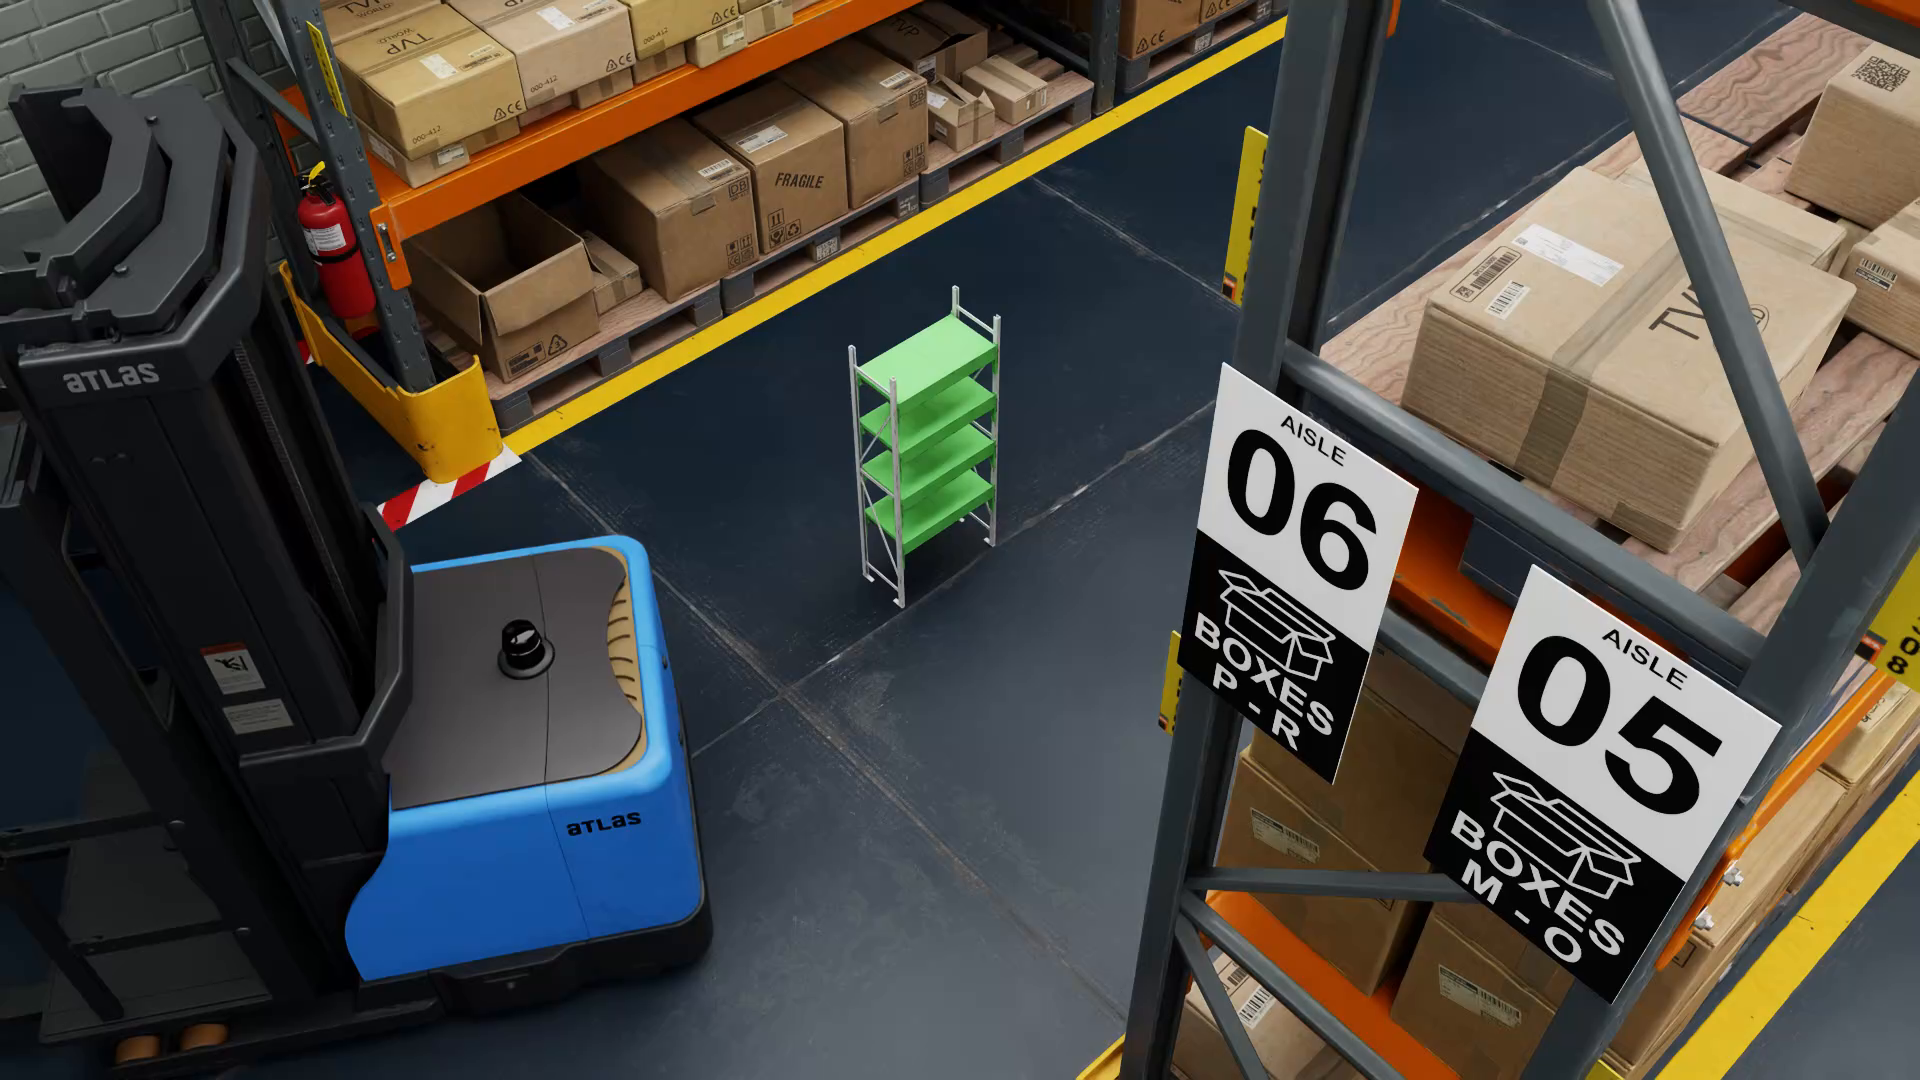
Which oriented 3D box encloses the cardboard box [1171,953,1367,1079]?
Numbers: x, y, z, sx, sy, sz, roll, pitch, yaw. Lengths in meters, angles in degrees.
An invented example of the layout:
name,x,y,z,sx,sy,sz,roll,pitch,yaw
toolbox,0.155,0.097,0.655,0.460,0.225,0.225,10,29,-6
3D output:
name,x,y,z,sx,sy,sz,roll,pitch,yaw
cardboard box,1.247,1.444,4.888,0.875,0.438,0.875,-36,57,-28

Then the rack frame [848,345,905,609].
name,x,y,z,sx,sy,sz,roll,pitch,yaw
rack frame,-0.303,-0.204,6.175,0.015,1.200,0.240,-34,56,-27

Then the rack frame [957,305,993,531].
name,x,y,z,sx,sy,sz,roll,pitch,yaw
rack frame,0.058,-0.446,6.398,0.006,1.046,0.228,-34,56,-27

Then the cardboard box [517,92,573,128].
name,x,y,z,sx,sy,sz,roll,pitch,yaw
cardboard box,-1.760,-1.827,6.619,0.250,0.149,0.380,-34,56,-28

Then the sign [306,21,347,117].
name,x,y,z,sx,sy,sz,roll,pitch,yaw
sign,-2.151,-1.598,5.647,0.005,0.325,0.100,-34,56,-27

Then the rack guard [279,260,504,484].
name,x,y,z,sx,sy,sz,roll,pitch,yaw
rack guard,-2.460,-0.789,7.191,0.348,0.500,1.175,-34,56,-27

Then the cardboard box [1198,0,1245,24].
name,x,y,z,sx,sy,sz,roll,pitch,yaw
cardboard box,1.340,-3.257,9.182,0.500,0.500,0.500,-34,56,-28

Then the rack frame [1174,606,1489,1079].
name,x,y,z,sx,sy,sz,roll,pitch,yaw
rack frame,0.823,1.096,3.751,0.053,2.616,0.949,-34,56,-27

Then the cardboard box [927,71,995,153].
name,x,y,z,sx,sy,sz,roll,pitch,yaw
cardboard box,-0.036,-2.180,8.349,0.258,0.266,0.396,-32,55,-26

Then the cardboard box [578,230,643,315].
name,x,y,z,sx,sy,sz,roll,pitch,yaw
cardboard box,-1.660,-1.214,7.537,0.250,0.149,0.380,-36,57,-28

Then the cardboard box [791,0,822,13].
name,x,y,z,sx,sy,sz,roll,pitch,yaw
cardboard box,-0.777,-2.443,7.188,0.250,0.149,0.380,-34,56,-27

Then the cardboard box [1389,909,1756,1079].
name,x,y,z,sx,sy,sz,roll,pitch,yaw
cardboard box,1.374,0.983,3.787,0.500,0.500,0.500,-34,56,-27

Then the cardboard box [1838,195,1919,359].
name,x,y,z,sx,sy,sz,roll,pitch,yaw
cardboard box,1.785,-0.423,2.929,0.250,0.149,0.380,-32,55,-26

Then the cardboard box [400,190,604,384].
name,x,y,z,sx,sy,sz,roll,pitch,yaw
cardboard box,-2.000,-1.146,7.232,0.637,0.503,0.797,-36,57,-28

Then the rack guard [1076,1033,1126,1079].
name,x,y,z,sx,sy,sz,roll,pitch,yaw
rack guard,0.808,1.958,4.657,0.348,0.500,1.175,-34,56,-27

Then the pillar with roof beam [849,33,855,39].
name,x,y,z,sx,sy,sz,roll,pitch,yaw
pillar with roof beam,2.218,-3.416,3.832,0.400,9.000,9.100,-34,56,-27

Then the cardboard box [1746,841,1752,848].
name,x,y,z,sx,sy,sz,roll,pitch,yaw
cardboard box,1.275,0.480,3.129,0.250,0.149,0.380,-33,55,-26

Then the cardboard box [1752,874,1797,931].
name,x,y,z,sx,sy,sz,roll,pitch,yaw
cardboard box,1.729,0.718,4.032,0.500,0.500,0.500,-35,56,-28

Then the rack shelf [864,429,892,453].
name,x,y,z,sx,sy,sz,roll,pitch,yaw
rack shelf,-0.122,-0.464,6.136,0.442,0.029,0.199,-34,56,-27

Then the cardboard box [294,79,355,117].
name,x,y,z,sx,sy,sz,roll,pitch,yaw
cardboard box,-2.452,-1.824,6.616,0.250,0.149,0.380,-34,56,-28

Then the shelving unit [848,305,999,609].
name,x,y,z,sx,sy,sz,roll,pitch,yaw
shelving unit,7.177,1.156,4.921,8.595,1.200,13.061,-34,56,-27

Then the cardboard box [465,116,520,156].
name,x,y,z,sx,sy,sz,roll,pitch,yaw
cardboard box,-1.932,-1.678,6.482,0.250,0.149,0.380,-32,55,-26

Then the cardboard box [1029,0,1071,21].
name,x,y,z,sx,sy,sz,roll,pitch,yaw
cardboard box,0.904,-3.513,9.317,1.298,0.649,0.516,-32,55,-26

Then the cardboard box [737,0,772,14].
name,x,y,z,sx,sy,sz,roll,pitch,yaw
cardboard box,-0.890,-2.493,6.962,0.500,0.250,0.500,-35,56,-28

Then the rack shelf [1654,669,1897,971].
name,x,y,z,sx,sy,sz,roll,pitch,yaw
rack shelf,5.639,2.539,1.888,4.000,1.870,10.987,-34,56,-27

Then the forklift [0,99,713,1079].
name,x,y,z,sx,sy,sz,roll,pitch,yaw
forklift,0.294,2.101,2.930,7.237,2.843,7.029,-9,48,-8

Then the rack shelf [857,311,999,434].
name,x,y,z,sx,sy,sz,roll,pitch,yaw
rack shelf,-0.122,-0.607,5.981,0.480,0.148,0.258,-34,56,-27

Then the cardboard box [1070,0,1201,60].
name,x,y,z,sx,sy,sz,roll,pitch,yaw
cardboard box,0.952,-2.988,8.935,0.500,0.500,0.500,-31,55,-26

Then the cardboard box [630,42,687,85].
name,x,y,z,sx,sy,sz,roll,pitch,yaw
cardboard box,-1.340,-2.053,6.827,0.250,0.149,0.380,-33,55,-27

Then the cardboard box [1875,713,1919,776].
name,x,y,z,sx,sy,sz,roll,pitch,yaw
cardboard box,2.126,0.125,3.899,0.500,0.500,0.500,-34,56,-27

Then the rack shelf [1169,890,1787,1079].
name,x,y,z,sx,sy,sz,roll,pitch,yaw
rack shelf,2.305,0.353,4.926,4.000,0.370,1.077,-34,56,-27

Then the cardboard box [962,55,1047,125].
name,x,y,z,sx,sy,sz,roll,pitch,yaw
cardboard box,0.229,-2.317,8.554,0.250,0.149,0.380,-35,56,-28

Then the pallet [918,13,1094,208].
name,x,y,z,sx,sy,sz,roll,pitch,yaw
pallet,-0.066,-2.292,8.775,1.213,0.211,1.003,-34,56,-27

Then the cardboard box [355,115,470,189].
name,x,y,z,sx,sy,sz,roll,pitch,yaw
cardboard box,-2.089,-1.527,6.342,0.250,0.149,0.380,-34,56,-27

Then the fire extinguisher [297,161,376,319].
name,x,y,z,sx,sy,sz,roll,pitch,yaw
fire extinguisher,-2.314,-1.122,6.104,0.183,0.674,0.296,-34,56,-27

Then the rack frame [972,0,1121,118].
name,x,y,z,sx,sy,sz,roll,pitch,yaw
rack frame,0.443,-3.577,8.063,0.127,3.000,1.000,-34,56,-27

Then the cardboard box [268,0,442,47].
name,x,y,z,sx,sy,sz,roll,pitch,yaw
cardboard box,-2.355,-2.021,6.527,0.500,0.250,0.500,-32,55,-26

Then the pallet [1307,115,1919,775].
name,x,y,z,sx,sy,sz,roll,pitch,yaw
pallet,1.368,-0.261,3.023,1.213,0.211,1.003,-34,56,-27

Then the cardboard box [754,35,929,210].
name,x,y,z,sx,sy,sz,roll,pitch,yaw
cardboard box,-0.573,-2.059,8.078,0.500,0.500,0.700,-36,57,-28

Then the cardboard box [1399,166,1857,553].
name,x,y,z,sx,sy,sz,roll,pitch,yaw
cardboard box,1.098,-0.316,2.761,0.500,0.250,0.500,34,56,27

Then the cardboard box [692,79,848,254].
name,x,y,z,sx,sy,sz,roll,pitch,yaw
cardboard box,-0.883,-1.753,7.795,0.500,0.500,0.500,-33,55,-27

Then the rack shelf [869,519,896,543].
name,x,y,z,sx,sy,sz,roll,pitch,yaw
rack shelf,-0.122,-0.138,6.489,0.442,0.029,0.199,-34,56,-27

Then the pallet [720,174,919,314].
name,x,y,z,sx,sy,sz,roll,pitch,yaw
pallet,-0.969,-1.686,8.215,1.213,0.211,1.003,-34,56,-27

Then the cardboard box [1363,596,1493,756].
name,x,y,z,sx,sy,sz,roll,pitch,yaw
cardboard box,0.956,0.219,3.371,0.250,0.149,0.380,-33,55,-27

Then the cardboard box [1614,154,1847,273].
name,x,y,z,sx,sy,sz,roll,pitch,yaw
cardboard box,1.354,-0.532,3.030,0.380,0.149,0.250,35,56,28

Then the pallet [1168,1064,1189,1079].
name,x,y,z,sx,sy,sz,roll,pitch,yaw
pallet,1.365,1.606,5.178,1.213,0.211,1.003,-34,56,-27

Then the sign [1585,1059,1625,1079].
name,x,y,z,sx,sy,sz,roll,pitch,yaw
sign,1.195,1.083,3.121,0.005,0.325,0.100,-34,56,-27

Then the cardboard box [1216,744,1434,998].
name,x,y,z,sx,sy,sz,roll,pitch,yaw
cardboard box,1.004,0.682,4.065,0.500,0.500,0.500,-33,56,-27

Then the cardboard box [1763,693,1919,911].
name,x,y,z,sx,sy,sz,roll,pitch,yaw
cardboard box,1.750,0.384,3.660,0.500,0.500,0.500,-35,56,-28

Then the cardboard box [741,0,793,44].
name,x,y,z,sx,sy,sz,roll,pitch,yaw
cardboard box,-0.921,-2.278,7.035,0.250,0.149,0.380,-33,55,-26

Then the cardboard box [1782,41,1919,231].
name,x,y,z,sx,sy,sz,roll,pitch,yaw
cardboard box,1.967,-0.778,3.146,0.500,0.311,0.500,-33,55,-27
